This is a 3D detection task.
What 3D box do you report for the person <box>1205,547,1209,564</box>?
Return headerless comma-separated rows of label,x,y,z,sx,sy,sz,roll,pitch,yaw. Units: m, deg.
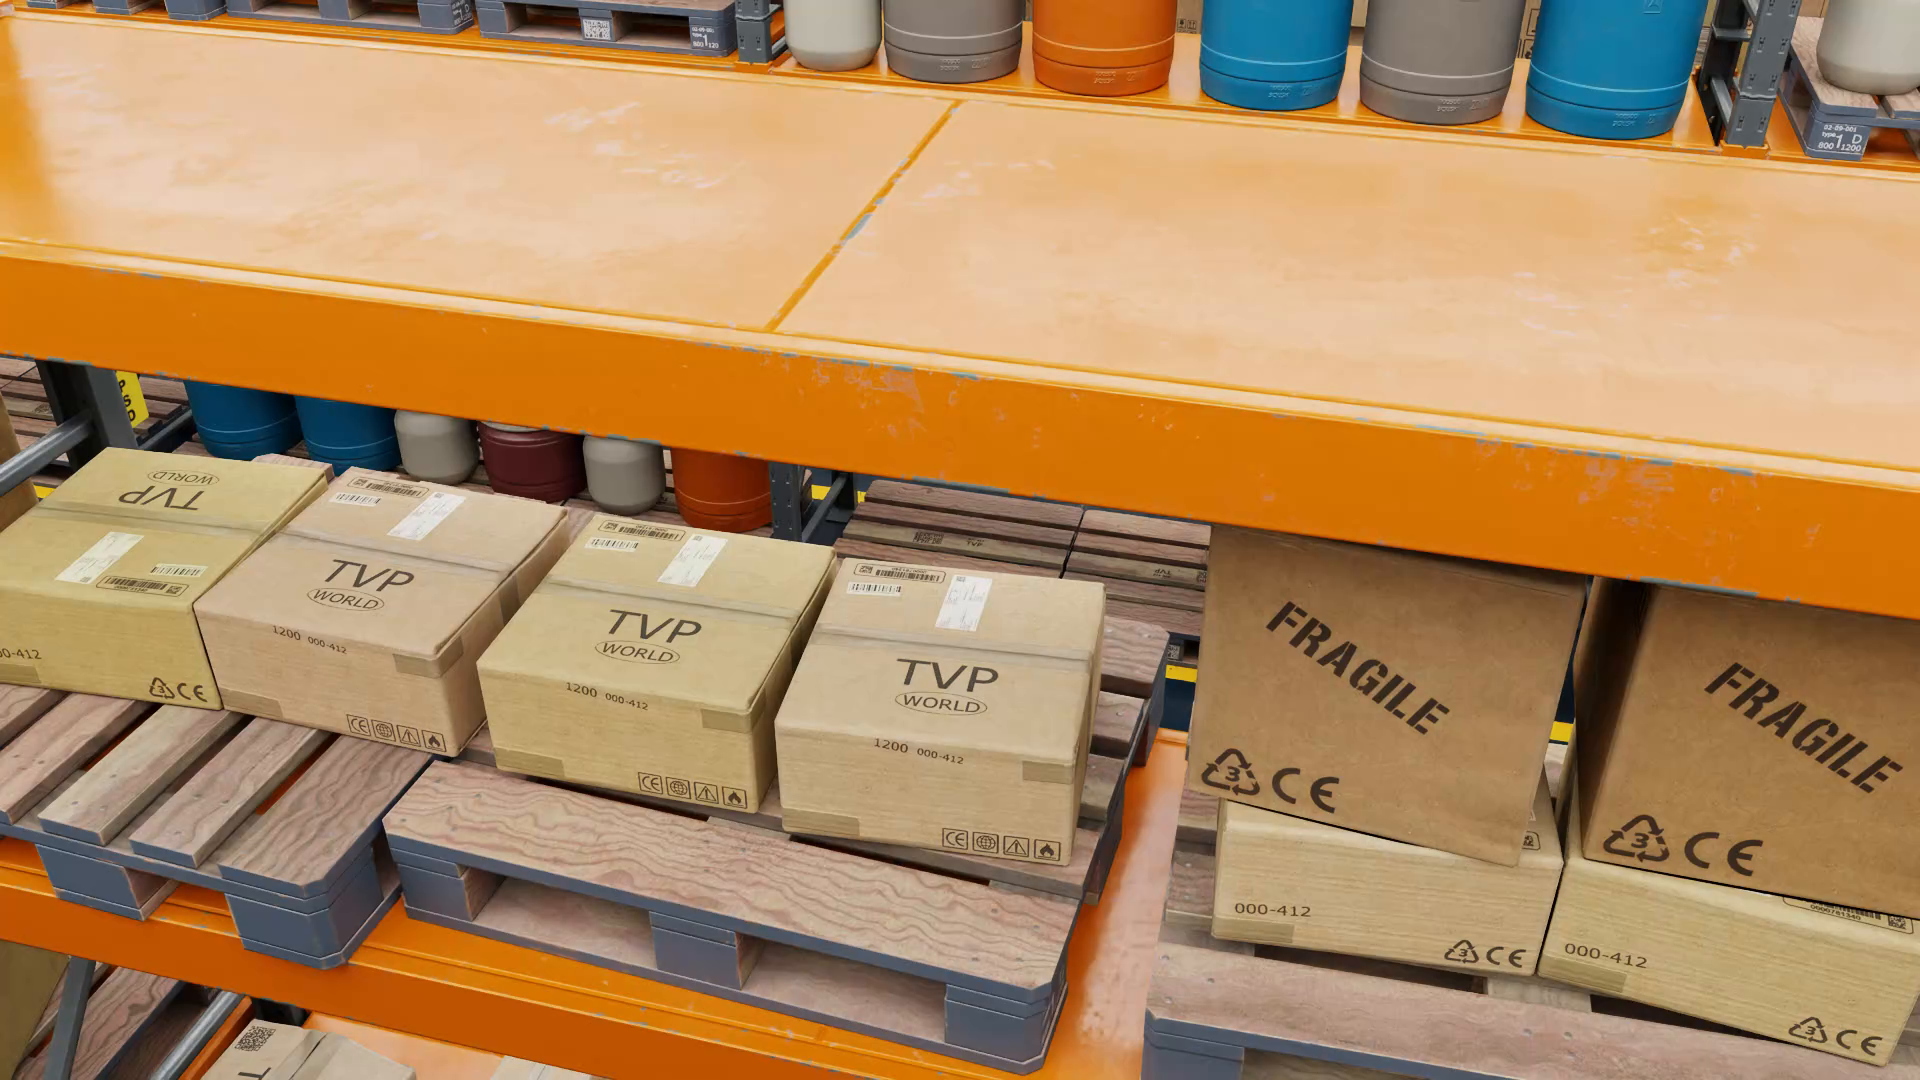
person,1.451,-0.027,7.674,0.539,1.660,0.532,-4,33,-7
